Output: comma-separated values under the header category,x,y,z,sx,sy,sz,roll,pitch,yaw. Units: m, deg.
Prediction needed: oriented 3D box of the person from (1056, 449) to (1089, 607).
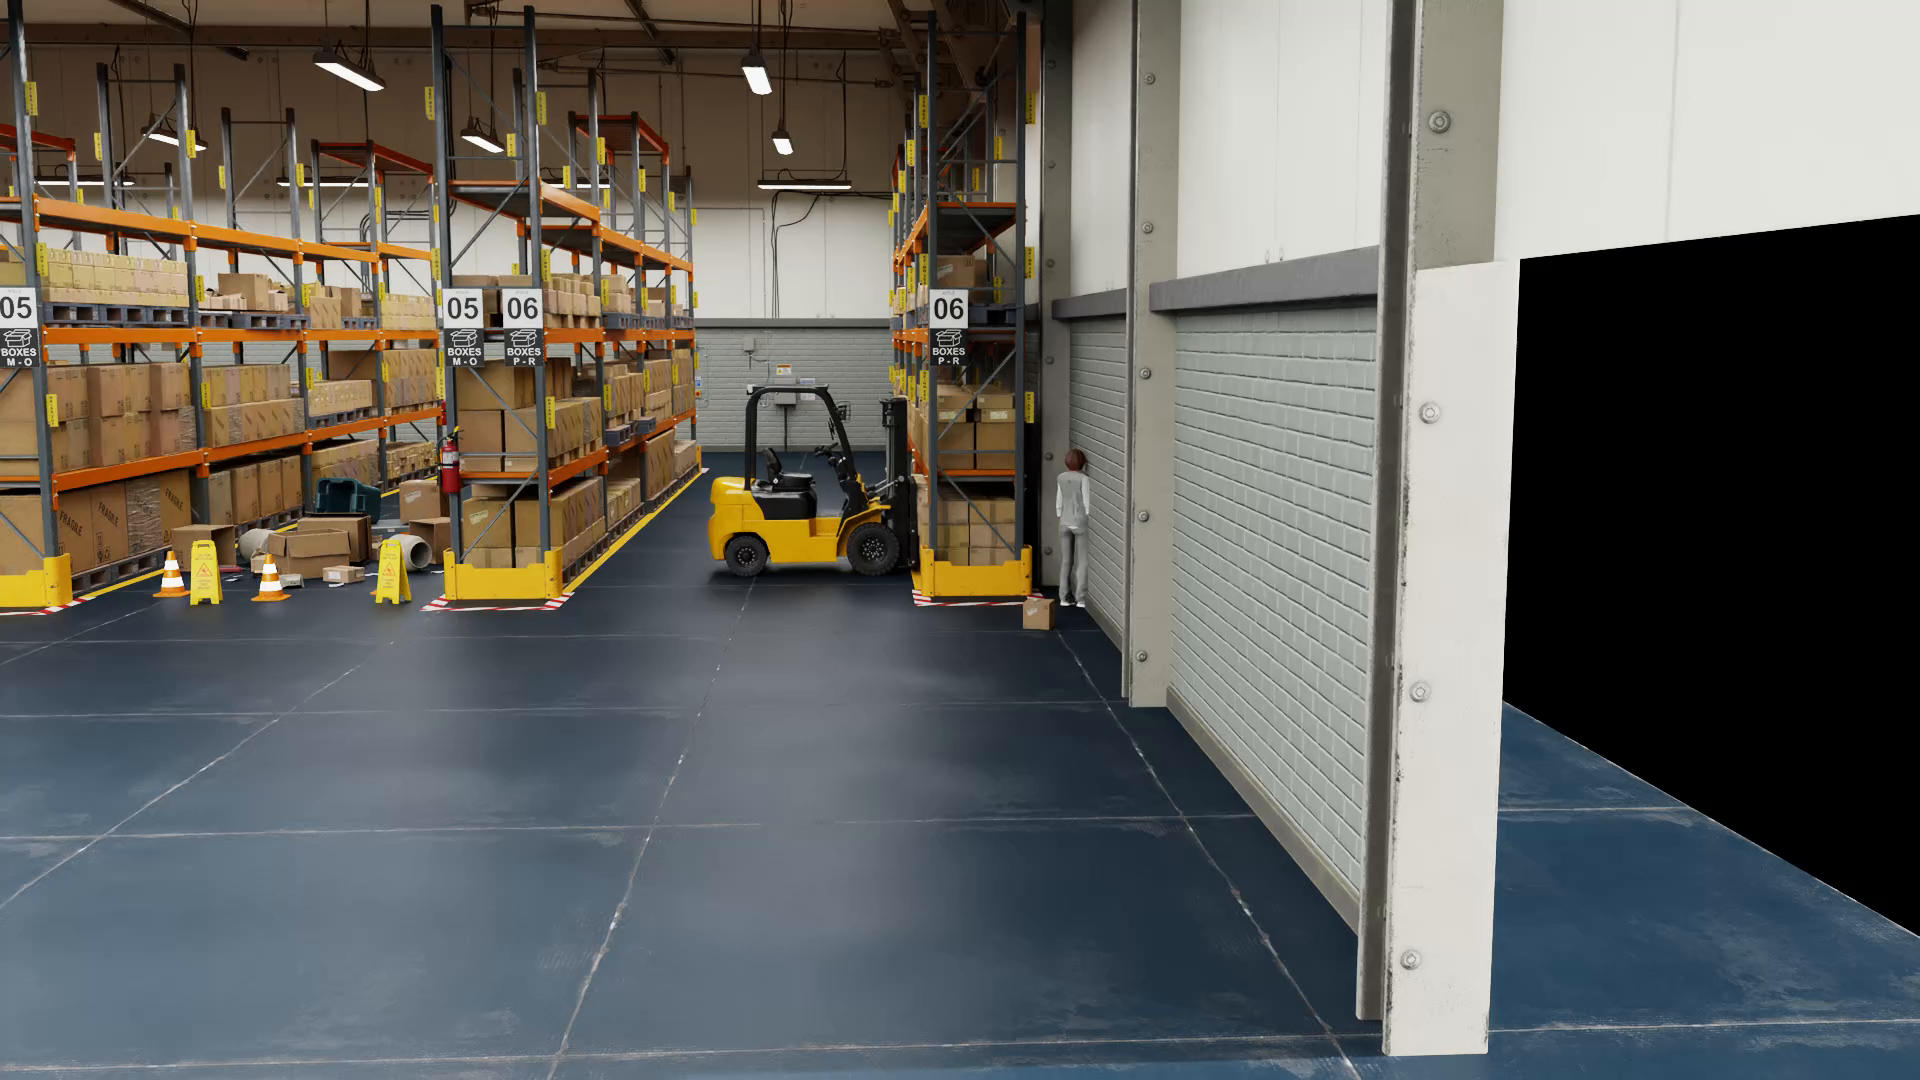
category,x,y,z,sx,sy,sz,roll,pitch,yaw
person,1.170,-0.118,16.746,0.409,1.609,0.309,5,9,35
